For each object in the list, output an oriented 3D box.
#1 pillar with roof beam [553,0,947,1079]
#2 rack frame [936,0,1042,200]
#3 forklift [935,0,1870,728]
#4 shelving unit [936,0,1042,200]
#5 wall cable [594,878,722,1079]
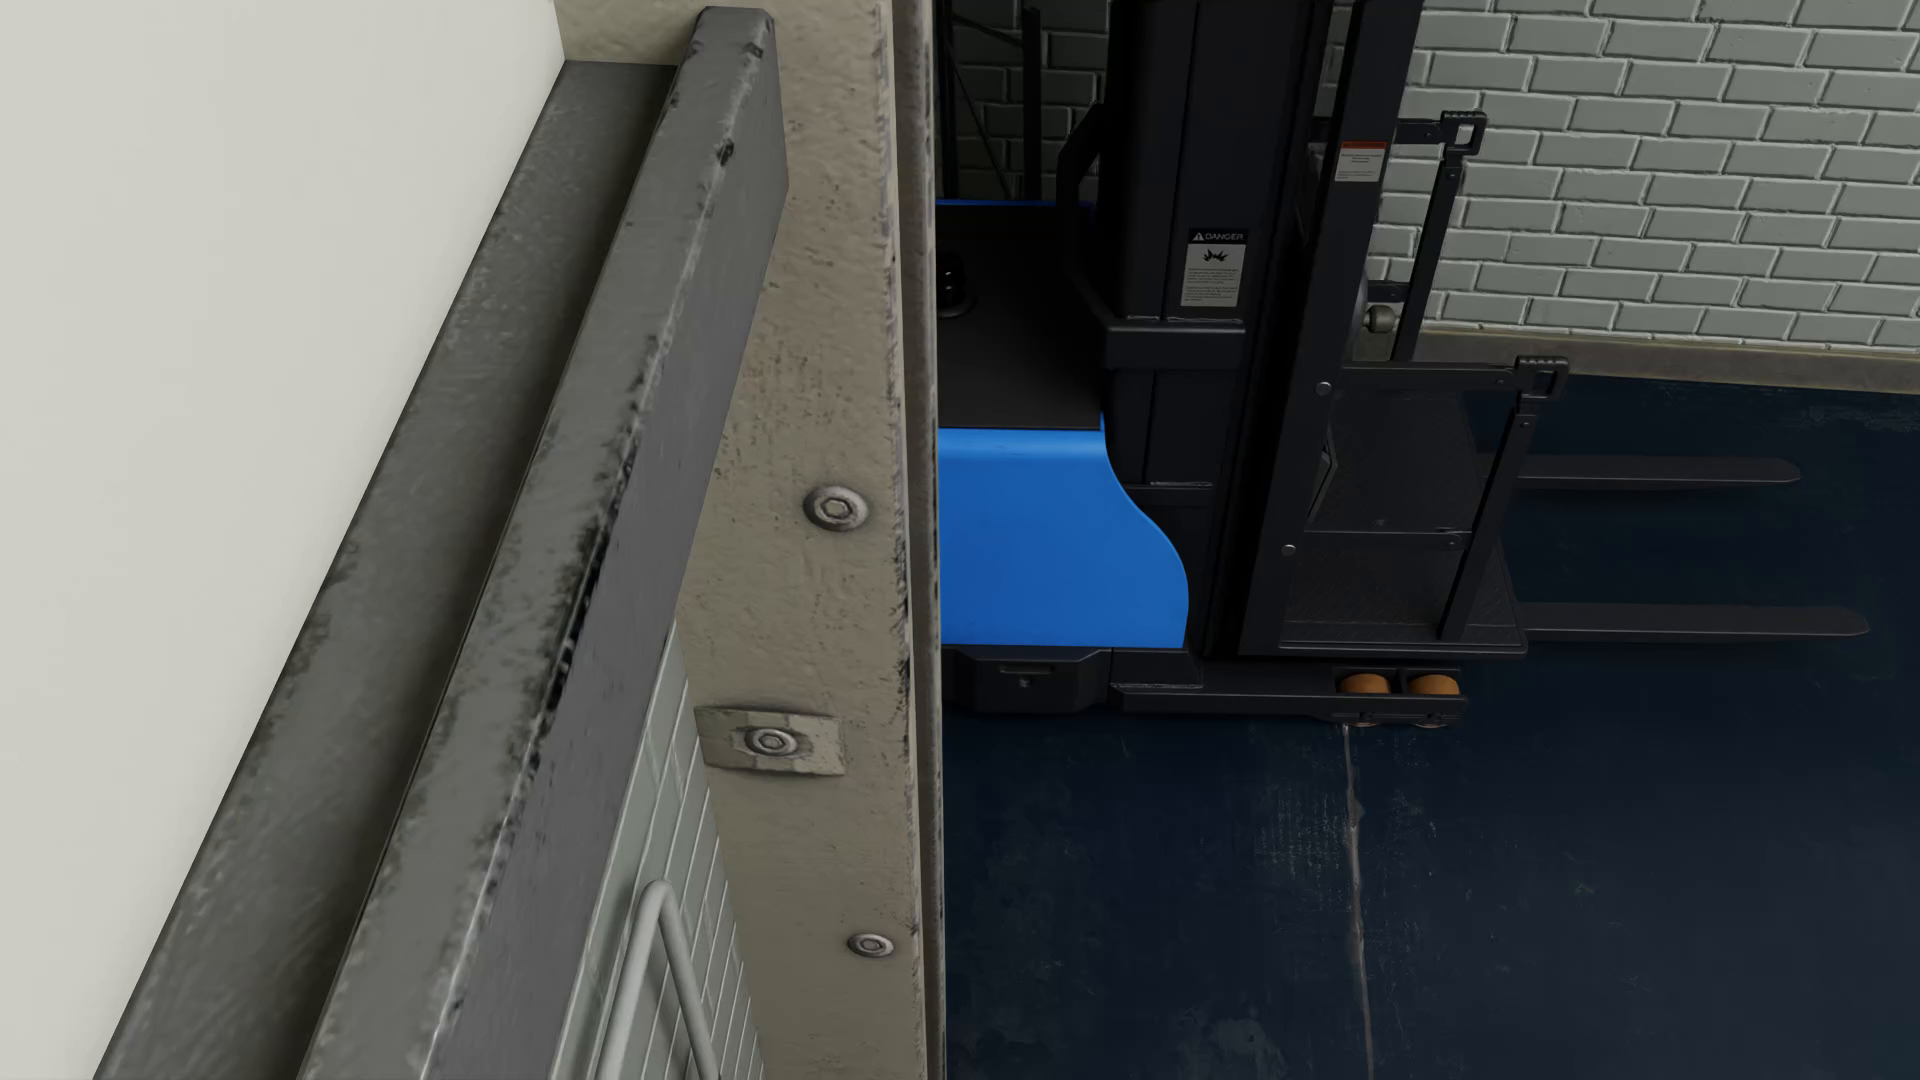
[{"bbox_3d":[4.084,-1.279,0.322,9.100,9.000,0.400,4,48,4],"label":"pillar with roof beam"},{"bbox_3d":[0.095,-0.889,5.016,0.032,1.500,0.500,-20,36,-25],"label":"rack frame"},{"bbox_3d":[1.075,-0.852,4.043,3.031,2.935,1.130,1,48,1],"label":"forklift"},{"bbox_3d":[-0.329,-0.736,4.802,1.083,1.500,0.587,-20,36,-25],"label":"shelving unit"},{"bbox_3d":[-0.413,1.151,1.476,0.084,1.984,1.851,4,48,4],"label":"wall cable"}]
